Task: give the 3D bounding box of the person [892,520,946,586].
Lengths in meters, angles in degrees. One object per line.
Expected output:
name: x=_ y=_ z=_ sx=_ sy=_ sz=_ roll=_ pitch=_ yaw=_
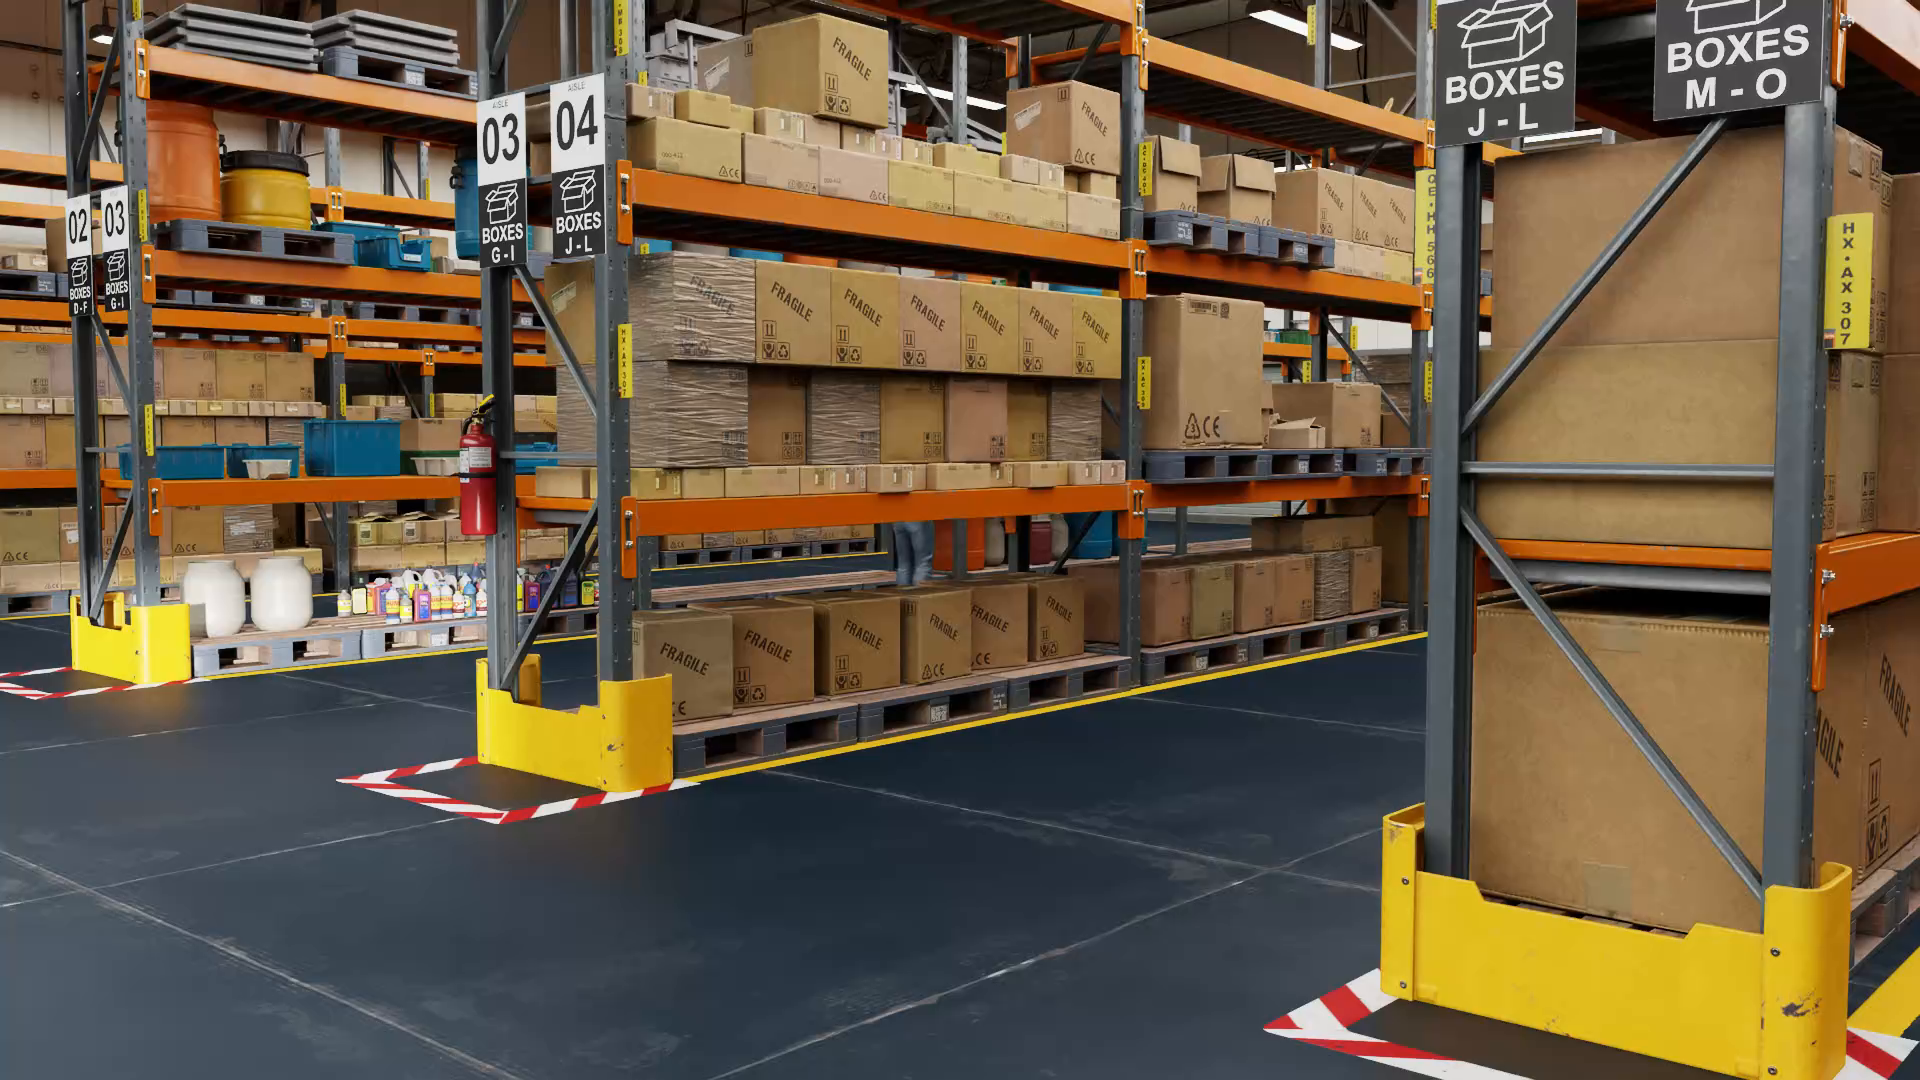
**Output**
person: x=-0.362 y=-0.174 z=14.367 sx=0.510 sy=1.767 sz=0.575 roll=3 pitch=5 yaw=41
